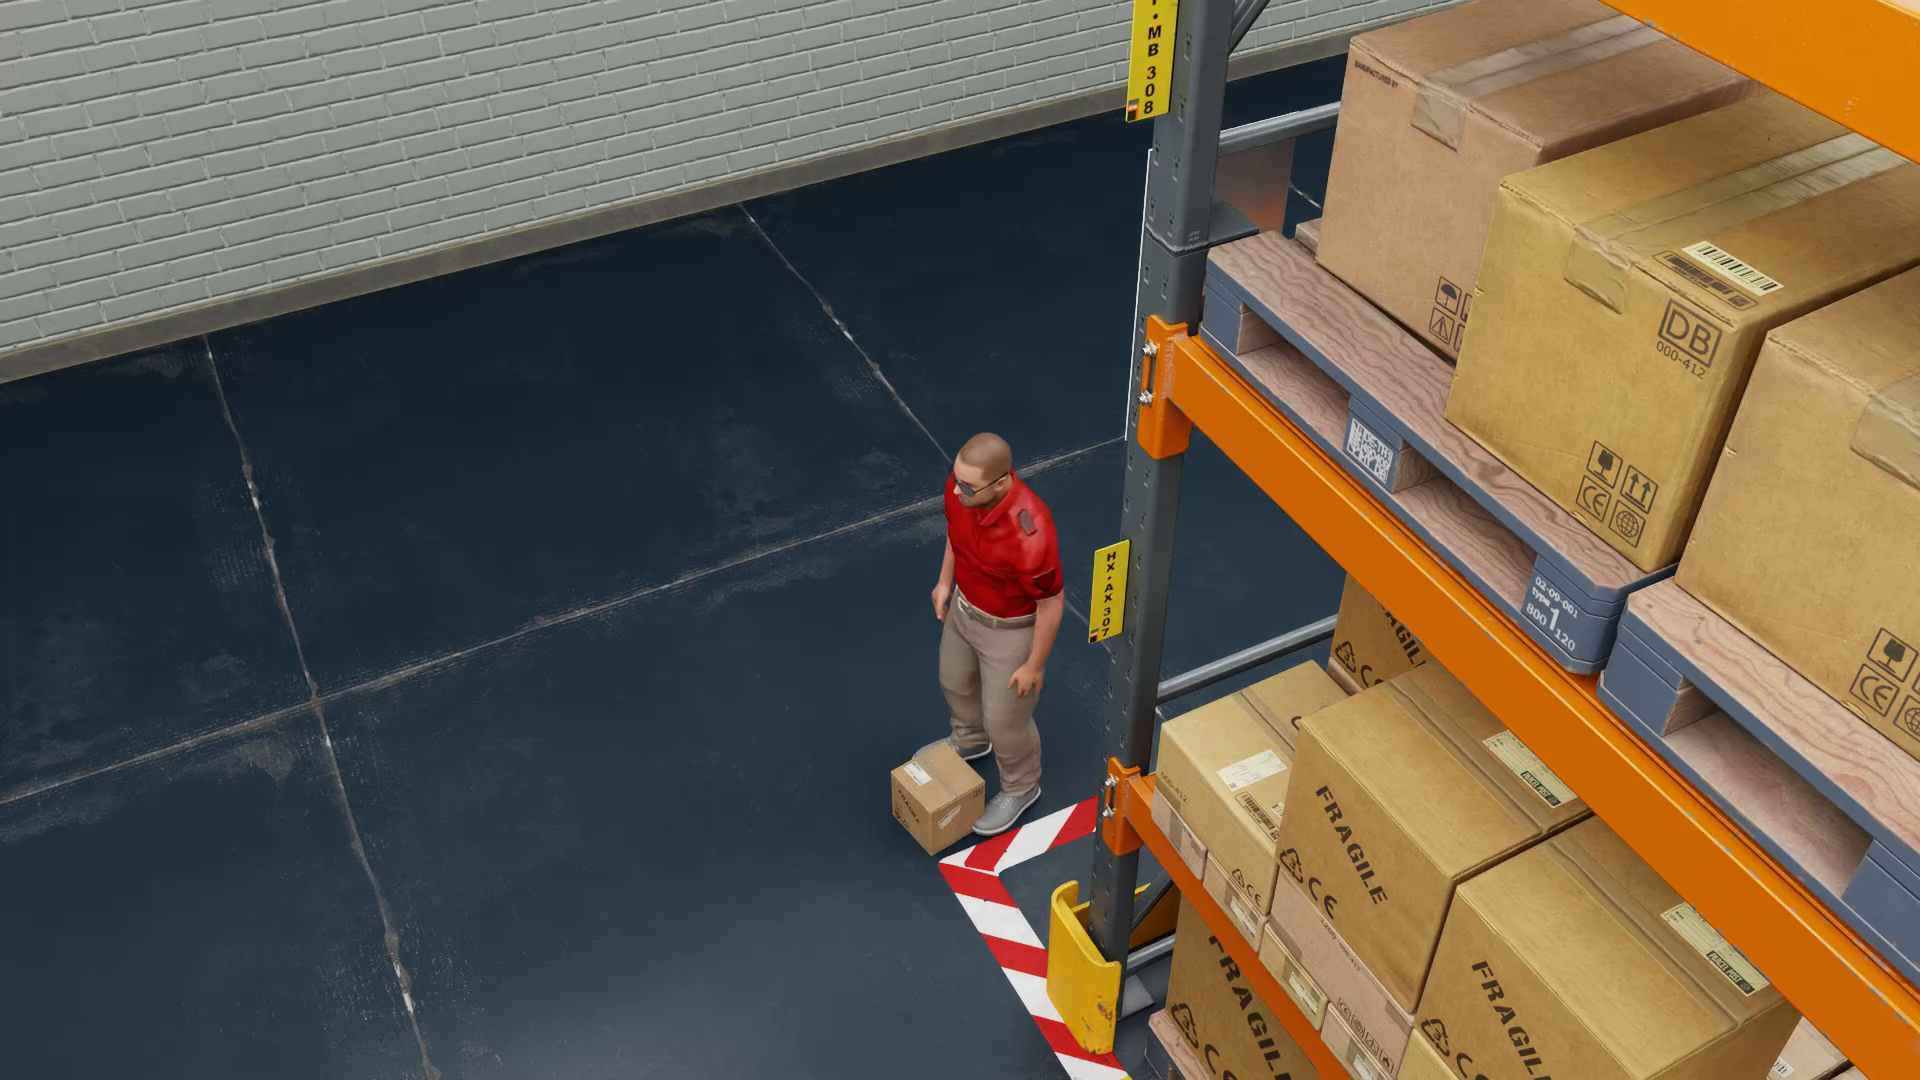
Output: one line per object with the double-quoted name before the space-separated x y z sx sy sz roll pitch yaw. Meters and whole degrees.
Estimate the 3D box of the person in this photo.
"person" 0.116 0.298 5.826 0.393 1.726 0.589 -25 47 -26
